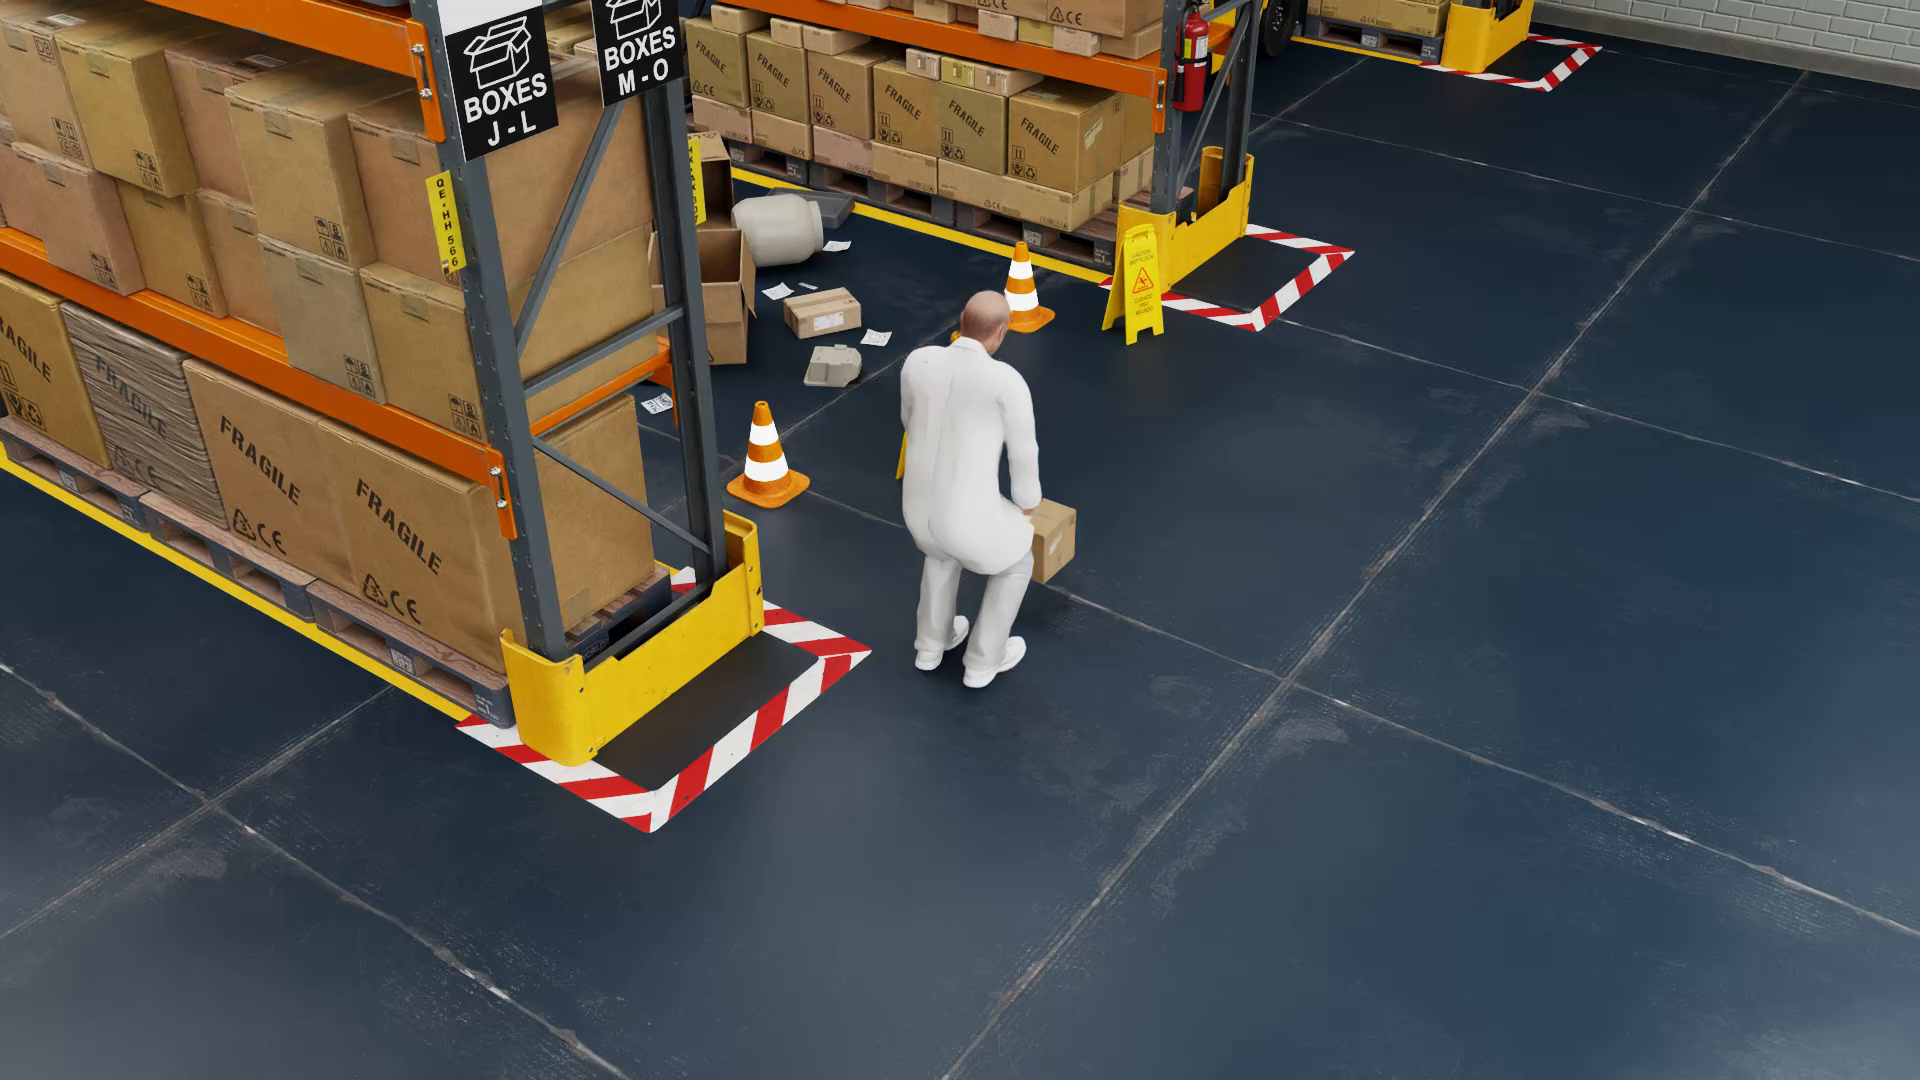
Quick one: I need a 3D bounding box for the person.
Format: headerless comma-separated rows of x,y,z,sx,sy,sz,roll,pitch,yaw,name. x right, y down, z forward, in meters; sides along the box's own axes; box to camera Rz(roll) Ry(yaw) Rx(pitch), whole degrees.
0.009,-0.181,6.580,0.618,1.612,0.564,22,40,28,person
